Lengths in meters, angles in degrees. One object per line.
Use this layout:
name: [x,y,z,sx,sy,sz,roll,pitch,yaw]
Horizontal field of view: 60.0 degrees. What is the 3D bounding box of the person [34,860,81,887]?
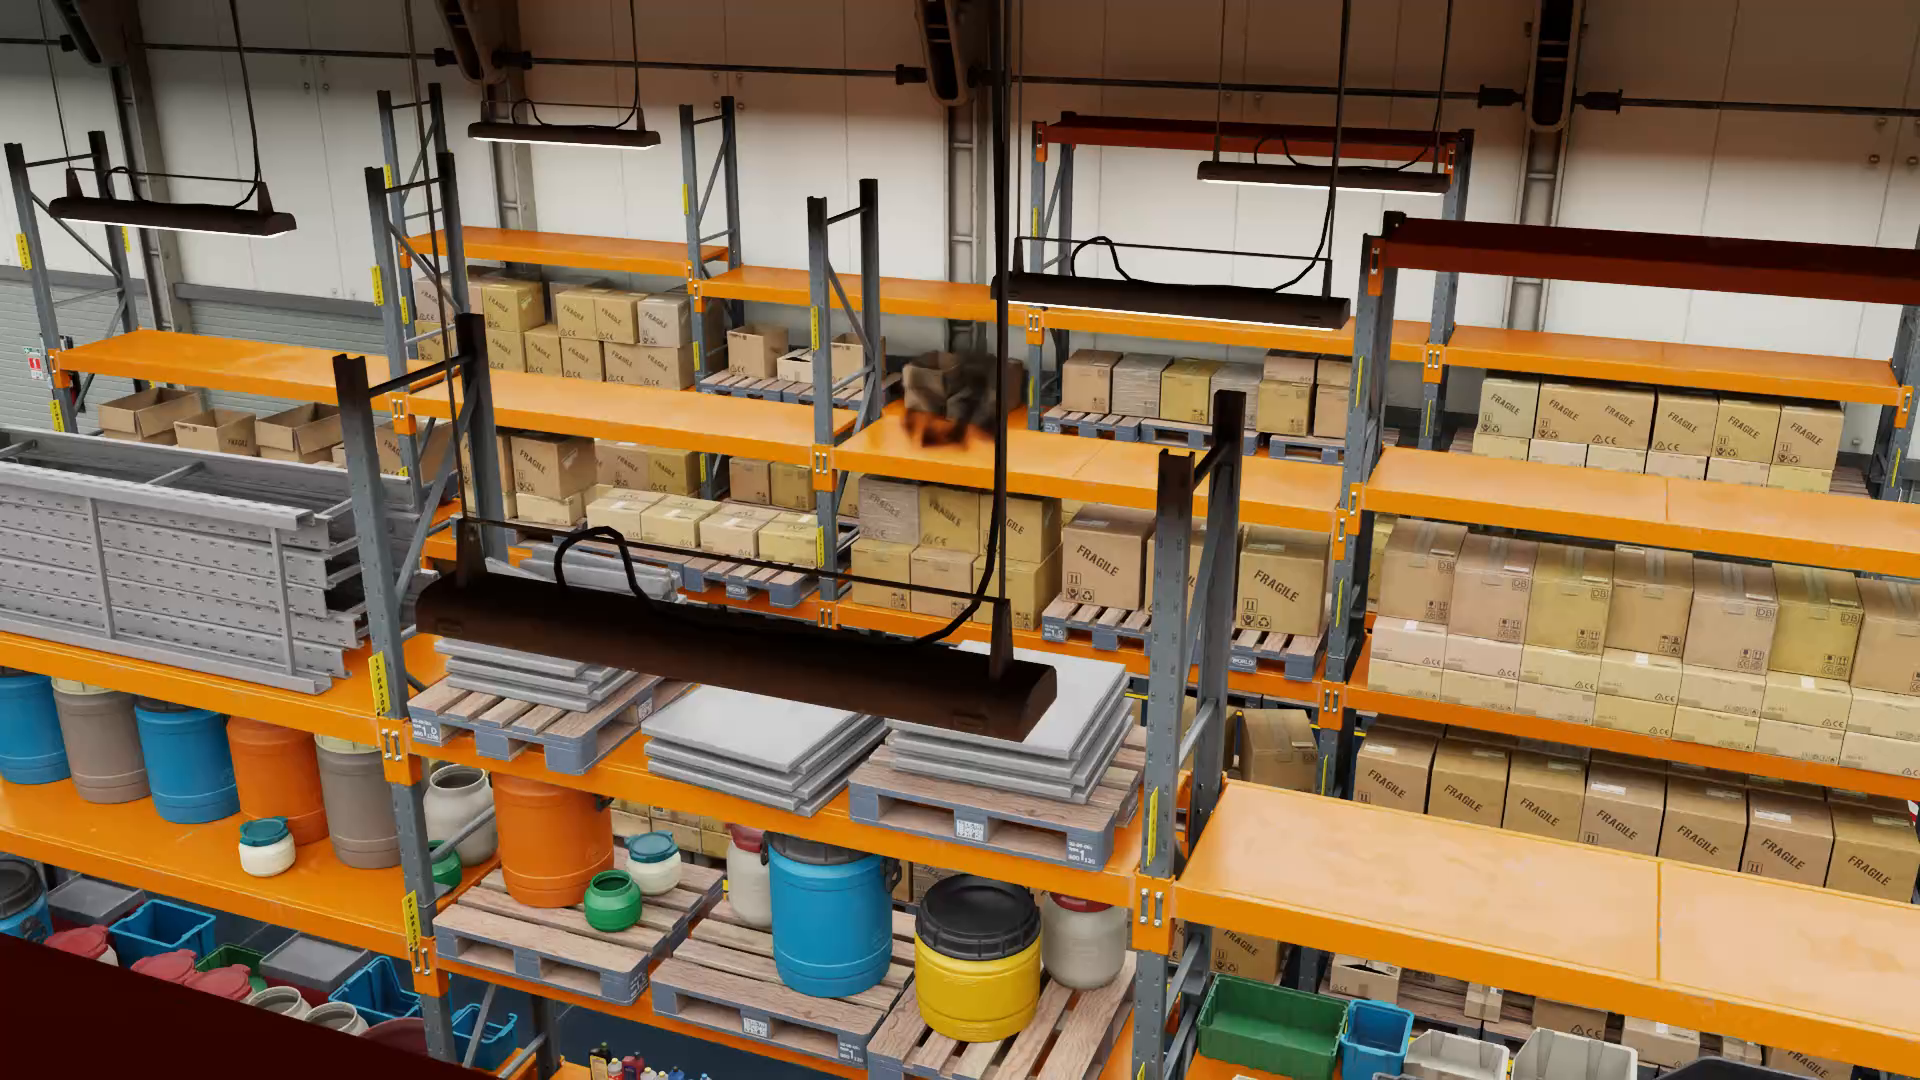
person: [-7.390,2.379,13.685,0.684,1.667,0.592,4,21,12]
